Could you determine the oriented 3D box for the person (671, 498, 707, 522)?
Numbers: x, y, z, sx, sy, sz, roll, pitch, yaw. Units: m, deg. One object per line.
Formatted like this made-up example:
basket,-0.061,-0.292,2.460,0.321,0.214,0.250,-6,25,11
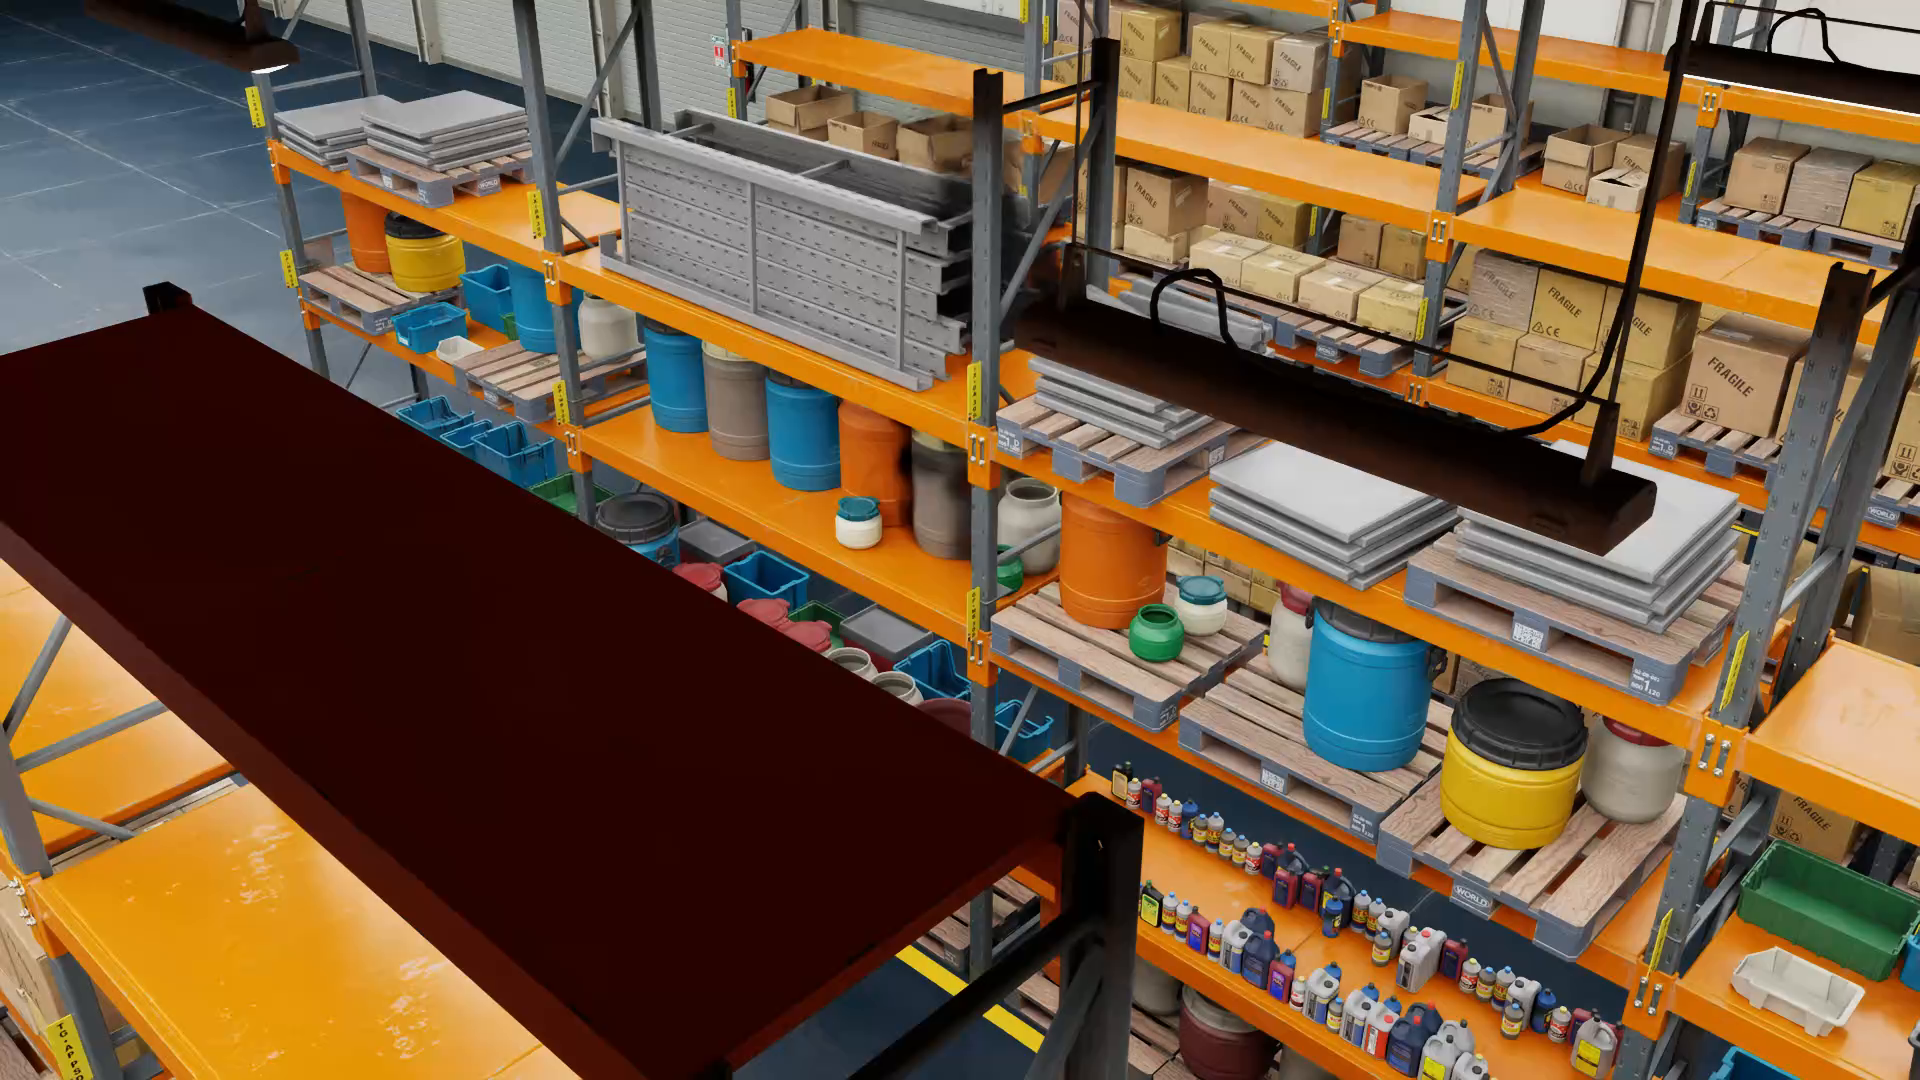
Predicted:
person,-2.464,-0.581,15.606,0.524,1.631,0.581,14,32,23
